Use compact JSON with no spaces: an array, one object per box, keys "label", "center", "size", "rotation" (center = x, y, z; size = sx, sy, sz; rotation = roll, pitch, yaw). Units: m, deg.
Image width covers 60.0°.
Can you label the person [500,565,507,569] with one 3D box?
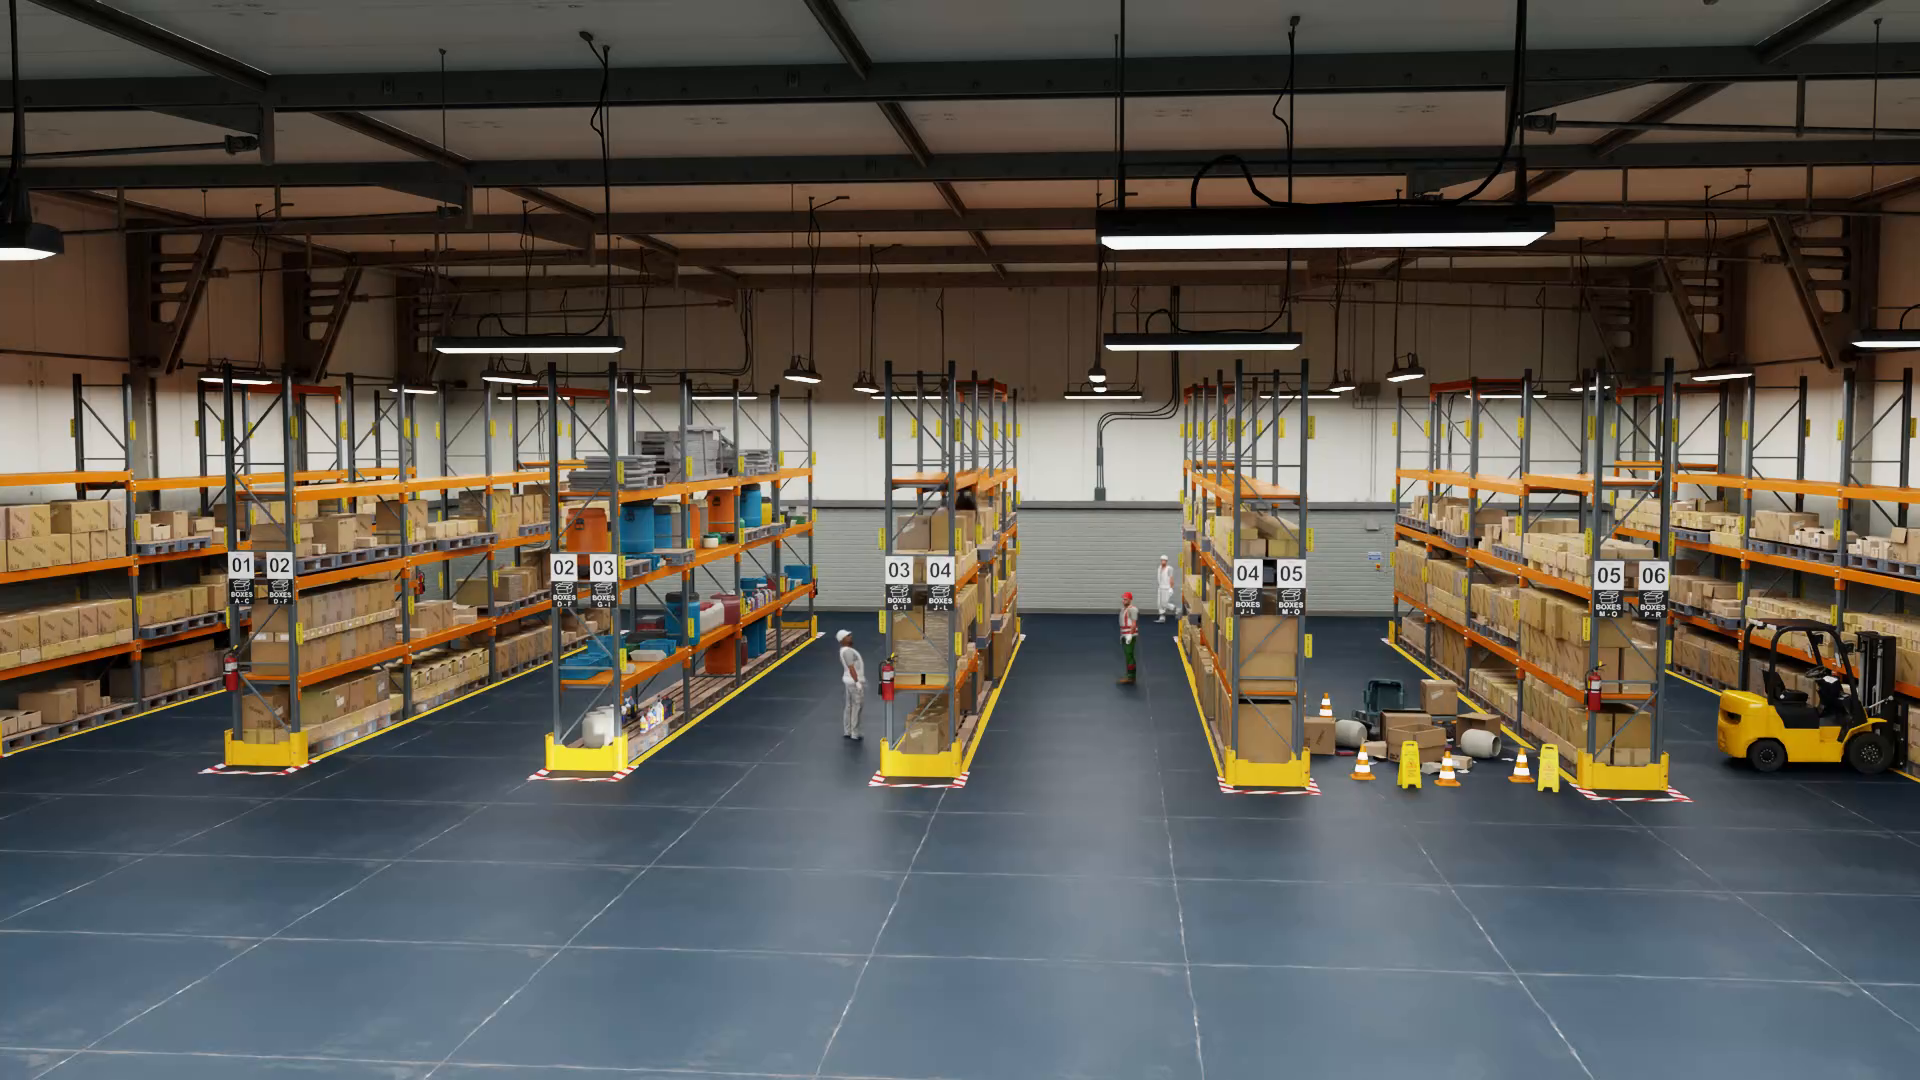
[{"label":"person","center":[-11.744,1.408,42.669],"size":[0.760,1.555,0.455],"rotation":[1,4,17]}]

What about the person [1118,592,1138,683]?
[{"label":"person","center":[3.305,1.923,32.998],"size":[0.401,1.791,0.572],"rotation":[-1,4,-13]}]

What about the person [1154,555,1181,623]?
[{"label":"person","center":[5.383,1.271,43.083],"size":[0.674,1.773,0.541],"rotation":[-1,4,-13]}]

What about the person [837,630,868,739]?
[{"label":"person","center":[-1.700,2.341,27.070],"size":[0.550,1.754,0.626],"rotation":[-1,4,-22]}]
